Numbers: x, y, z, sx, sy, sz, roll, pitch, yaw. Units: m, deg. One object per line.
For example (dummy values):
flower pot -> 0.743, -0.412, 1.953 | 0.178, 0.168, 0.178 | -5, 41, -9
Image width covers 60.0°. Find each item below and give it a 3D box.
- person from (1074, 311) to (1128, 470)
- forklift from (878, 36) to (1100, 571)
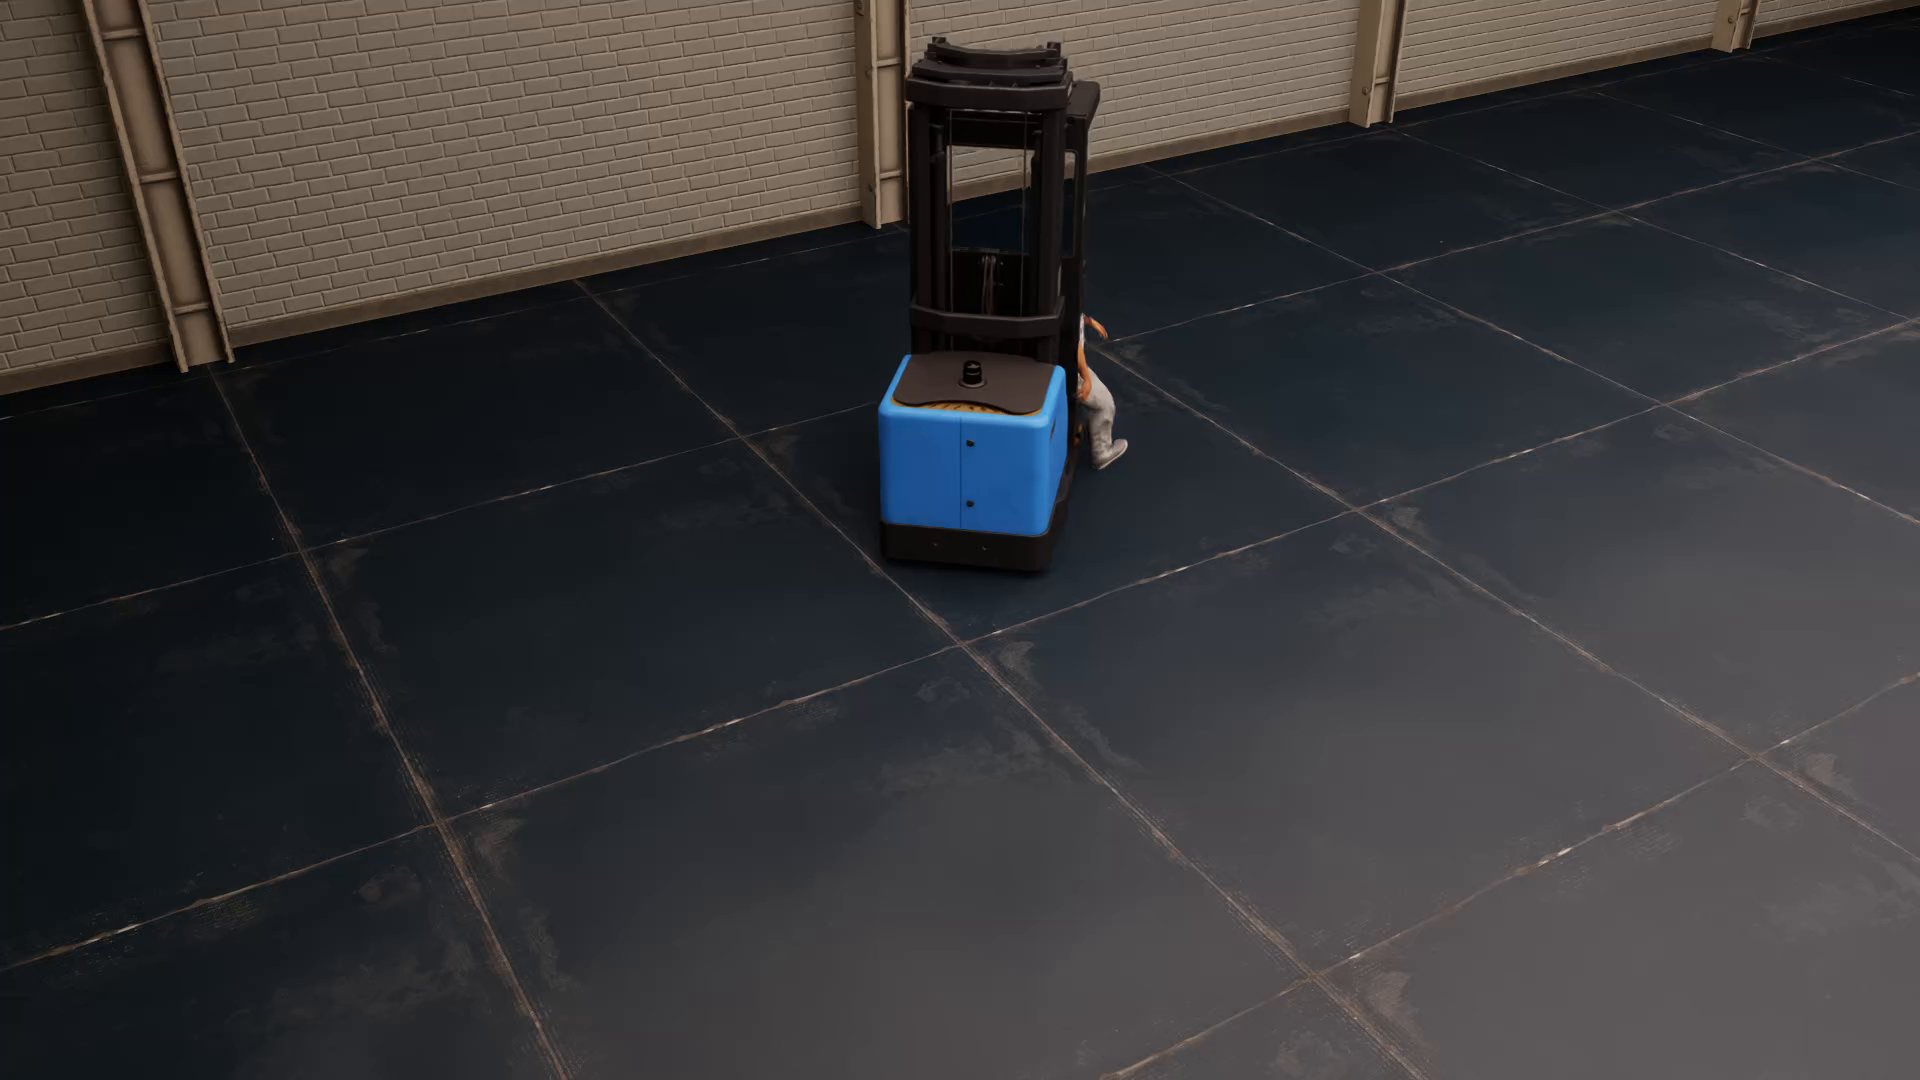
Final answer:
person -> 0.688, -1.157, 10.937 | 0.859, 1.568, 0.675 | -21, 37, -31
forklift -> 0.271, -1.813, 10.675 | 1.130, 2.935, 3.031 | 5, 31, 9
